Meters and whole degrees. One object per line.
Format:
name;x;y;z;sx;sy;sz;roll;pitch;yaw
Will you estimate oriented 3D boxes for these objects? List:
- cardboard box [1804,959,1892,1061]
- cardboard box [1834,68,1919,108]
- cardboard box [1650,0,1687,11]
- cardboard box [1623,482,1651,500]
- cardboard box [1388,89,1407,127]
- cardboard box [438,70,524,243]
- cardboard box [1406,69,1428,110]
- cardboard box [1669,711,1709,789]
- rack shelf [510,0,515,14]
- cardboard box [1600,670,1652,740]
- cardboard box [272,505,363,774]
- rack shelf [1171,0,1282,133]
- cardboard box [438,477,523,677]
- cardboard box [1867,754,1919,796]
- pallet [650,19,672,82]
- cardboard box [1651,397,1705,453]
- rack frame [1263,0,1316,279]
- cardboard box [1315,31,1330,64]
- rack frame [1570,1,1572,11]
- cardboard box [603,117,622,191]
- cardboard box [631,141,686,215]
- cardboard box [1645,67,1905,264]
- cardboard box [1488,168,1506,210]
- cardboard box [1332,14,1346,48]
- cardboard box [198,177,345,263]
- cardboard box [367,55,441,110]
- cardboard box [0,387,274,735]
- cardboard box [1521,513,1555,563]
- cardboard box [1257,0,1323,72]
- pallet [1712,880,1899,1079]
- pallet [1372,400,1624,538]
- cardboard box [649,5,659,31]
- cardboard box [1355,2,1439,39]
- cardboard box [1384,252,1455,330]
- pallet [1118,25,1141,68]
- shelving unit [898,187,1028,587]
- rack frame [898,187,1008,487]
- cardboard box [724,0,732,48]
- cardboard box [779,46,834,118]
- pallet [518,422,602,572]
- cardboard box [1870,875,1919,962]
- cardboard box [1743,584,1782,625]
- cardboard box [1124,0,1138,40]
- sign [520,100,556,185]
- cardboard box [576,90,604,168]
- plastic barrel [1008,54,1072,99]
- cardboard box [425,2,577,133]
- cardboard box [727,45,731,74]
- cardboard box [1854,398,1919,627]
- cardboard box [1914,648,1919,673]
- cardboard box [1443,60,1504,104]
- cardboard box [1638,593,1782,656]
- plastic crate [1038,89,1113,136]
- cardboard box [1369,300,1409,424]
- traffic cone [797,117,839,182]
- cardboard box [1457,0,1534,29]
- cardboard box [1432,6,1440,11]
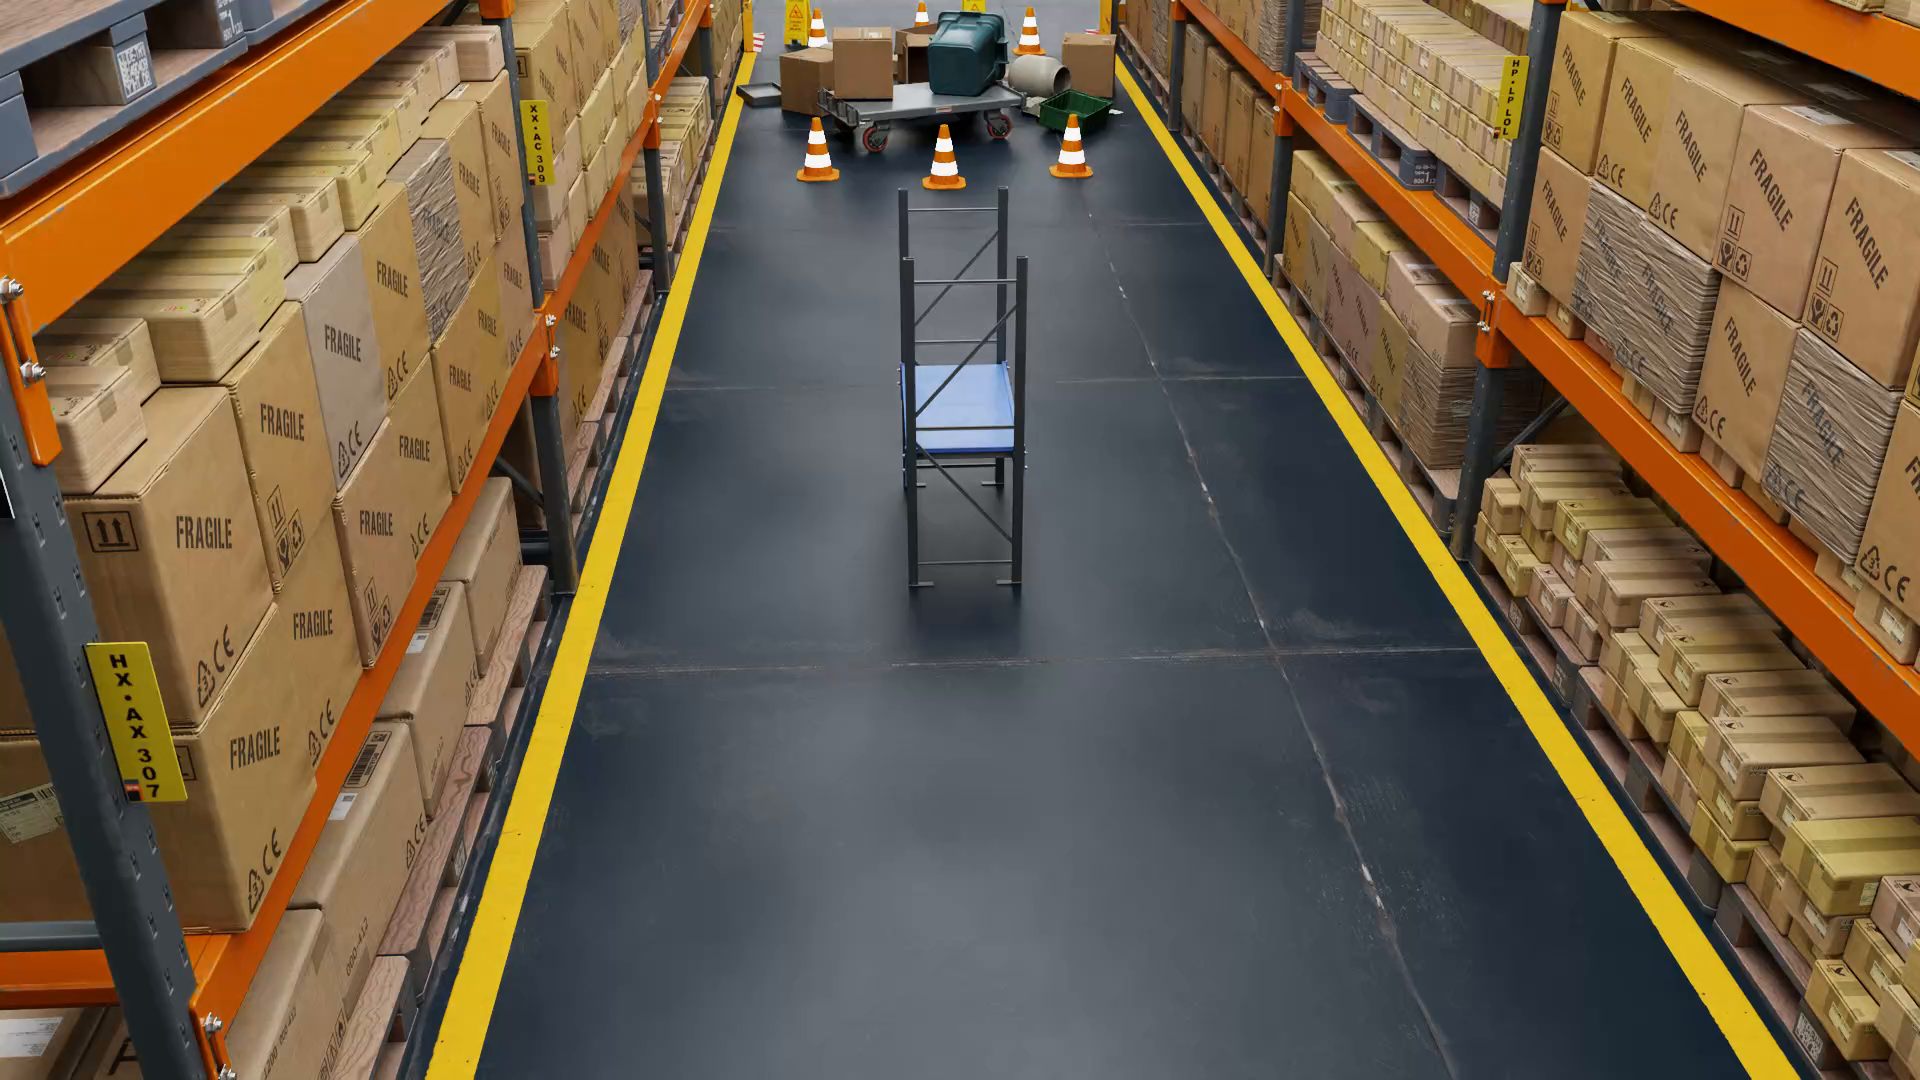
cardboard box;2.612;1.305;4.633;0.380;0.149;0.250;-1;28;-1
cardboard box;3.093;-1.199;5.295;0.500;0.500;0.500;-1;28;-1
cardboard box;7.180;-5.105;16.543;0.500;0.500;0.500;1;28;2
cardboard box;3.087;-0.182;7.162;0.380;0.149;0.250;-1;28;-2
cardboard box;2.450;-2.244;8.626;0.380;0.149;0.250;-2;28;-4
cardboard box;-1.884;-1.376;5.955;0.500;0.500;0.500;-2;28;-3
cardboard box;2.463;-2.260;8.335;0.380;0.149;0.250;-1;28;-2
cardboard box;2.586;0.693;5.484;0.380;0.149;0.250;0;28;0
rack shelf;-2.289;-3.034;7.858;1.077;0.370;4.000;-1;28;-3
cardboard box;2.560;0.586;6.011;0.380;0.149;0.250;-2;28;-4
cardboard box;-1.769;0.242;3.934;0.500;0.500;0.500;-2;28;-3
rack shelf;2.440;-3.718;12.412;1.077;0.370;4.000;-1;28;-3
cardboard box;-2.259;0.143;6.549;0.875;0.438;0.875;-2;28;-3
cardboard box;3.118;0.799;5.281;0.380;0.149;0.250;-3;28;-5
pallet;-2.537;-3.188;10.826;1.213;0.211;1.003;-1;28;-3
cardboard box;2.558;-0.409;5.561;0.380;0.149;0.250;0;28;0
rack frame;2.544;-3.113;10.475;1.000;3.000;0.127;-1;28;-3
cardboard box;2.366;-2.976;10.030;0.380;0.149;0.250;-2;28;-3
rack frame;7.085;-6.880;17.698;1.000;3.000;0.127;-1;28;-3
cardboard box;-2.000;-1.950;8.407;0.500;0.250;0.500;-2;28;-3
cardboard box;-2.460;-2.569;11.820;0.950;0.372;0.625;-2;28;-4
cardboard box;2.571;-1.198;5.293;0.500;0.500;0.500;-1;28;-2
cardboard box;2.535;-1.519;7.236;0.380;0.149;0.250;-2;28;-4
cardboard box;2.385;-2.966;9.690;0.380;0.149;0.250;0;28;0
cardboard box;-1.771;-0.798;4.145;0.380;0.149;0.250;-1;28;-2
cardboard box;-1.942;-1.500;5.492;0.380;0.149;0.250;-1;28;-3
cardboard box;-1.717;0.032;3.256;0.500;0.500;0.500;-2;28;-4
cardboard box;2.555;-0.030;6.871;0.380;0.149;0.250;-1;28;-2
cardboard box;2.253;-3.359;10.838;0.500;0.500;0.500;-1;28;-3
pallet;2.951;1.407;4.824;1.003;0.211;1.213;-1;28;-3
pallet;2.711;-0.389;8.267;1.003;0.211;1.213;-1;28;-3
cardboard box;-2.174;-3.435;10.910;0.380;0.149;0.250;-3;28;-6
cardboard box;2.413;-2.874;9.190;0.380;0.149;0.250;-3;28;-5
cardboard box;2.448;-1.252;8.344;0.500;0.250;0.500;0;28;0
pallet;2.246;-5.204;17.499;1.003;0.211;1.213;-1;28;-3
shelving unit;-0.004;-0.704;7.479;0.538;1.500;1.048;-1;28;-3
rack frame;-0.031;-0.939;7.929;0.500;1.500;0.032;-1;28;-3
cardboard box;-2.429;-4.859;15.531;0.500;0.500;0.500;0;28;0
cardboard box;-1.300;-4.214;15.287;0.500;0.500;0.500;19;33;32
pallet;-2.300;-0.218;7.939;1.003;0.211;1.213;-1;28;-3
cardboard box;2.726;1.040;4.498;0.380;0.149;0.250;-1;28;-2
cardboard box;3.147;0.183;6.141;0.380;0.149;0.250;-3;28;-5
cardboard box;2.228;-5.740;17.355;0.875;0.875;0.875;-1;28;-2
sign;-1.631;-1.532;6.423;0.100;0.325;0.005;-1;28;-3
cardboard box;-1.981;-1.938;7.844;0.500;0.250;0.500;-1;28;-2
plastic barrel;0.744;-4.305;15.546;0.512;0.421;0.421;19;33;32
cardboard box;-1.975;-2.032;7.212;0.500;0.500;0.500;-2;28;-3
cardboard box;-2.433;-4.531;15.713;0.500;0.250;0.500;-2;28;-3
cardboard box;2.660;-0.034;4.142;0.500;0.500;0.500;-2;28;-3
cardboard box;2.659;0.318;4.168;0.380;0.149;0.250;-2;28;-3
cardboard box;2.497;-2.150;7.802;0.380;0.149;0.250;-1;28;-3
cardboard box;2.647;0.320;5.878;0.380;0.149;0.250;-2;28;-5
plastic crate;1.018;-3.787;14.747;0.450;0.188;0.662;22;34;18
cardboard box;2.437;-0.916;8.512;0.500;0.500;0.500;-2;28;-4
traffic cone;-1.140;-3.130;13.251;0.336;0.463;0.334;-1;28;-3
cardboard box;3.052;-2.999;9.431;0.380;0.149;0.250;-1;28;-1
cardboard box;3.025;-3.102;9.951;0.380;0.149;0.250;-1;28;-2
